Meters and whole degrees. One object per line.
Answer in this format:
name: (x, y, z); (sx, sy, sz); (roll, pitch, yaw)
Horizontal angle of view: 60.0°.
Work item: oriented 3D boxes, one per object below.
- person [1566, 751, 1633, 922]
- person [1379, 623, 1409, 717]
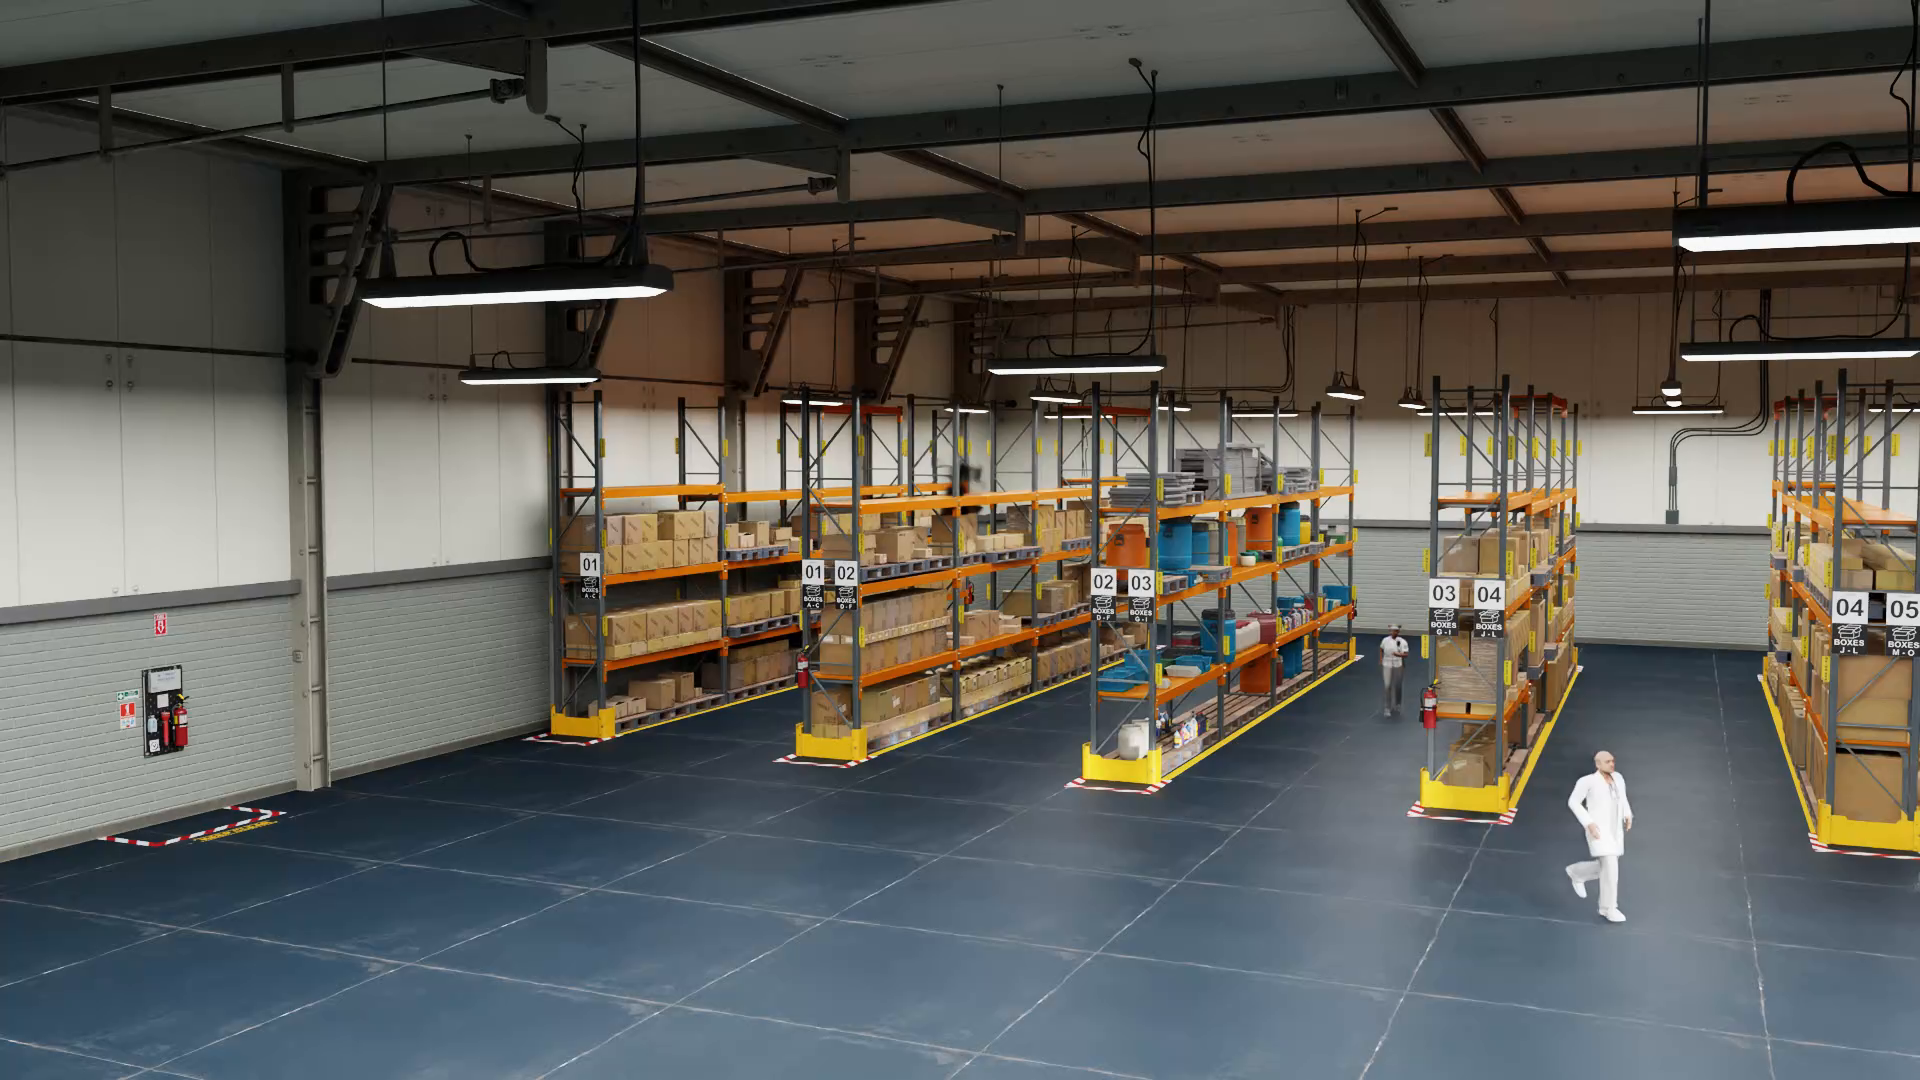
person: (6.856, 3.175, 17.874); (0.712, 1.688, 0.874); (-1, 3, -24)
person: (8.147, 2.419, 31.264); (0.557, 1.738, 0.818); (1, 3, 18)
